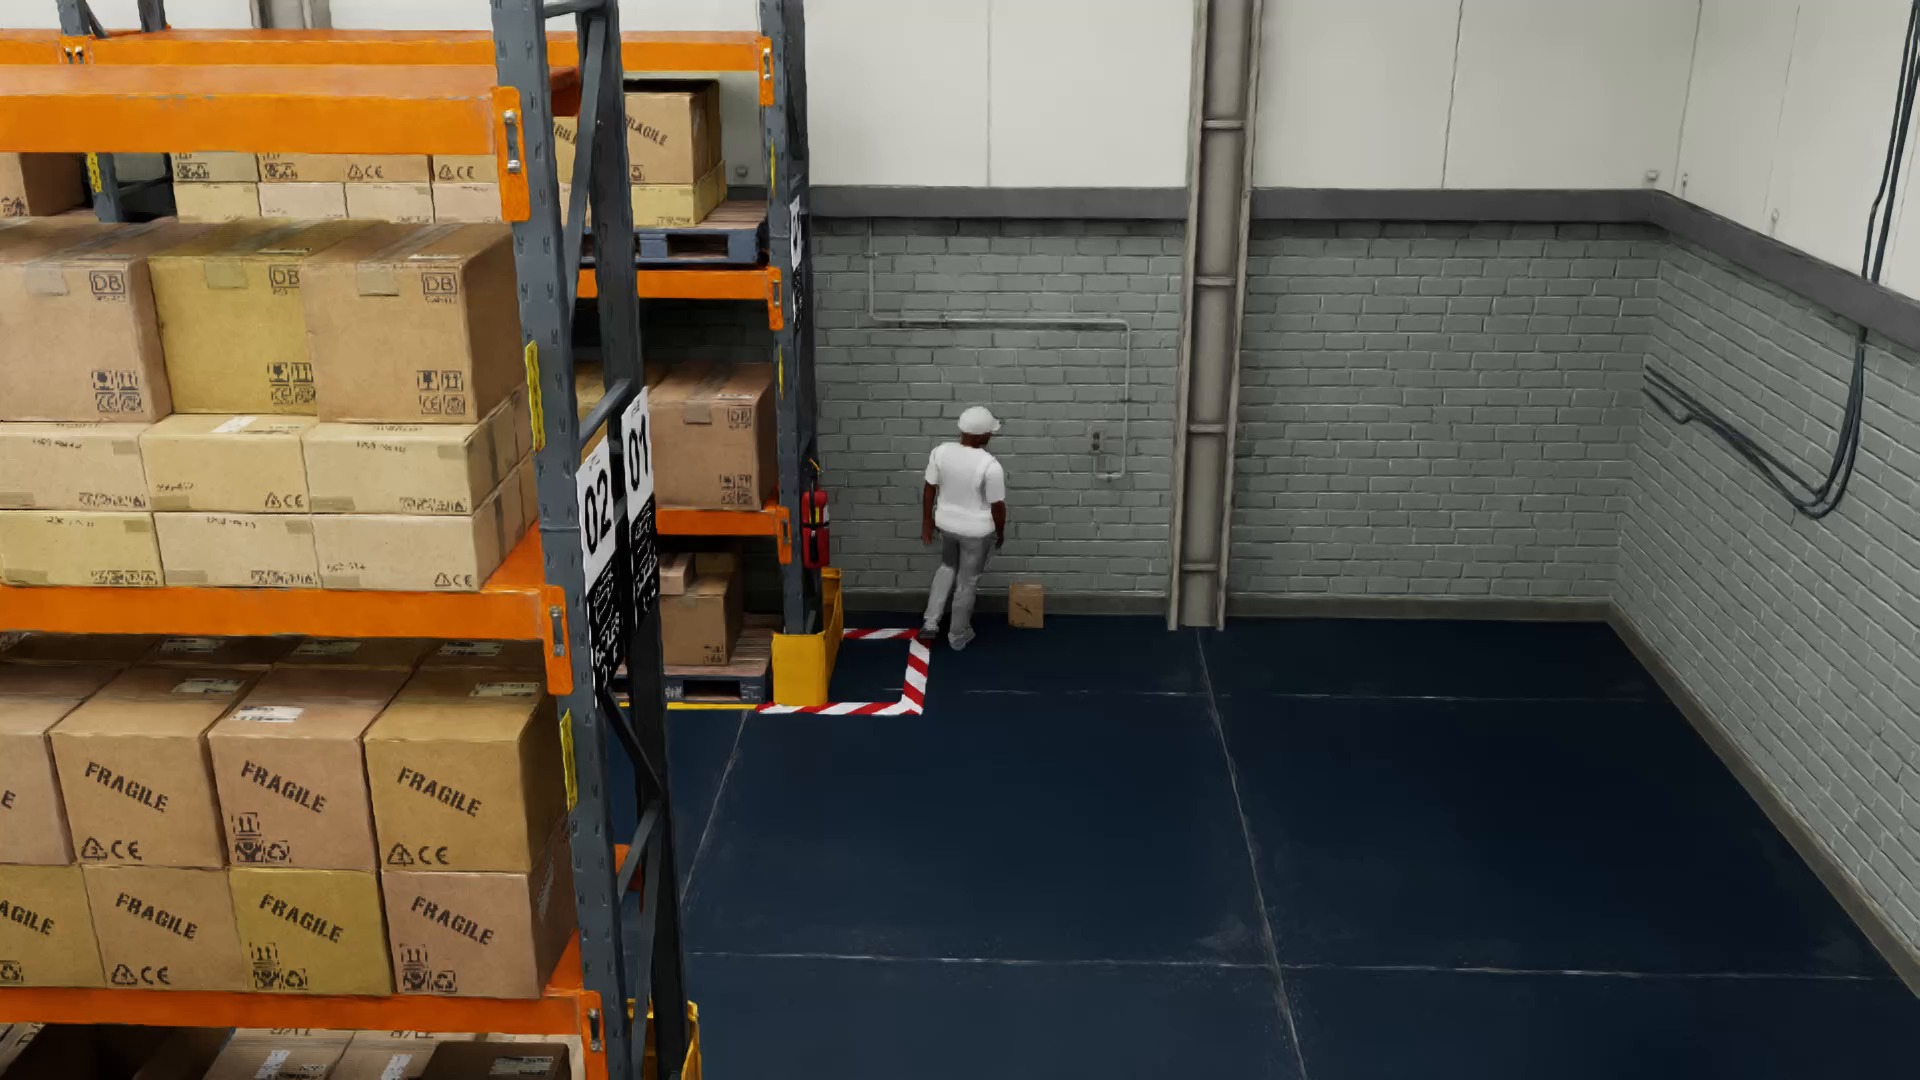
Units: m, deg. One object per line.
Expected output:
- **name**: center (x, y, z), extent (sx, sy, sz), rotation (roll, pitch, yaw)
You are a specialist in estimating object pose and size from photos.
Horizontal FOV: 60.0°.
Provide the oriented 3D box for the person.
- **person**: center (0.026, -0.082, 11.256), extent (0.649, 1.756, 0.438), rotation (11, 23, 27)
